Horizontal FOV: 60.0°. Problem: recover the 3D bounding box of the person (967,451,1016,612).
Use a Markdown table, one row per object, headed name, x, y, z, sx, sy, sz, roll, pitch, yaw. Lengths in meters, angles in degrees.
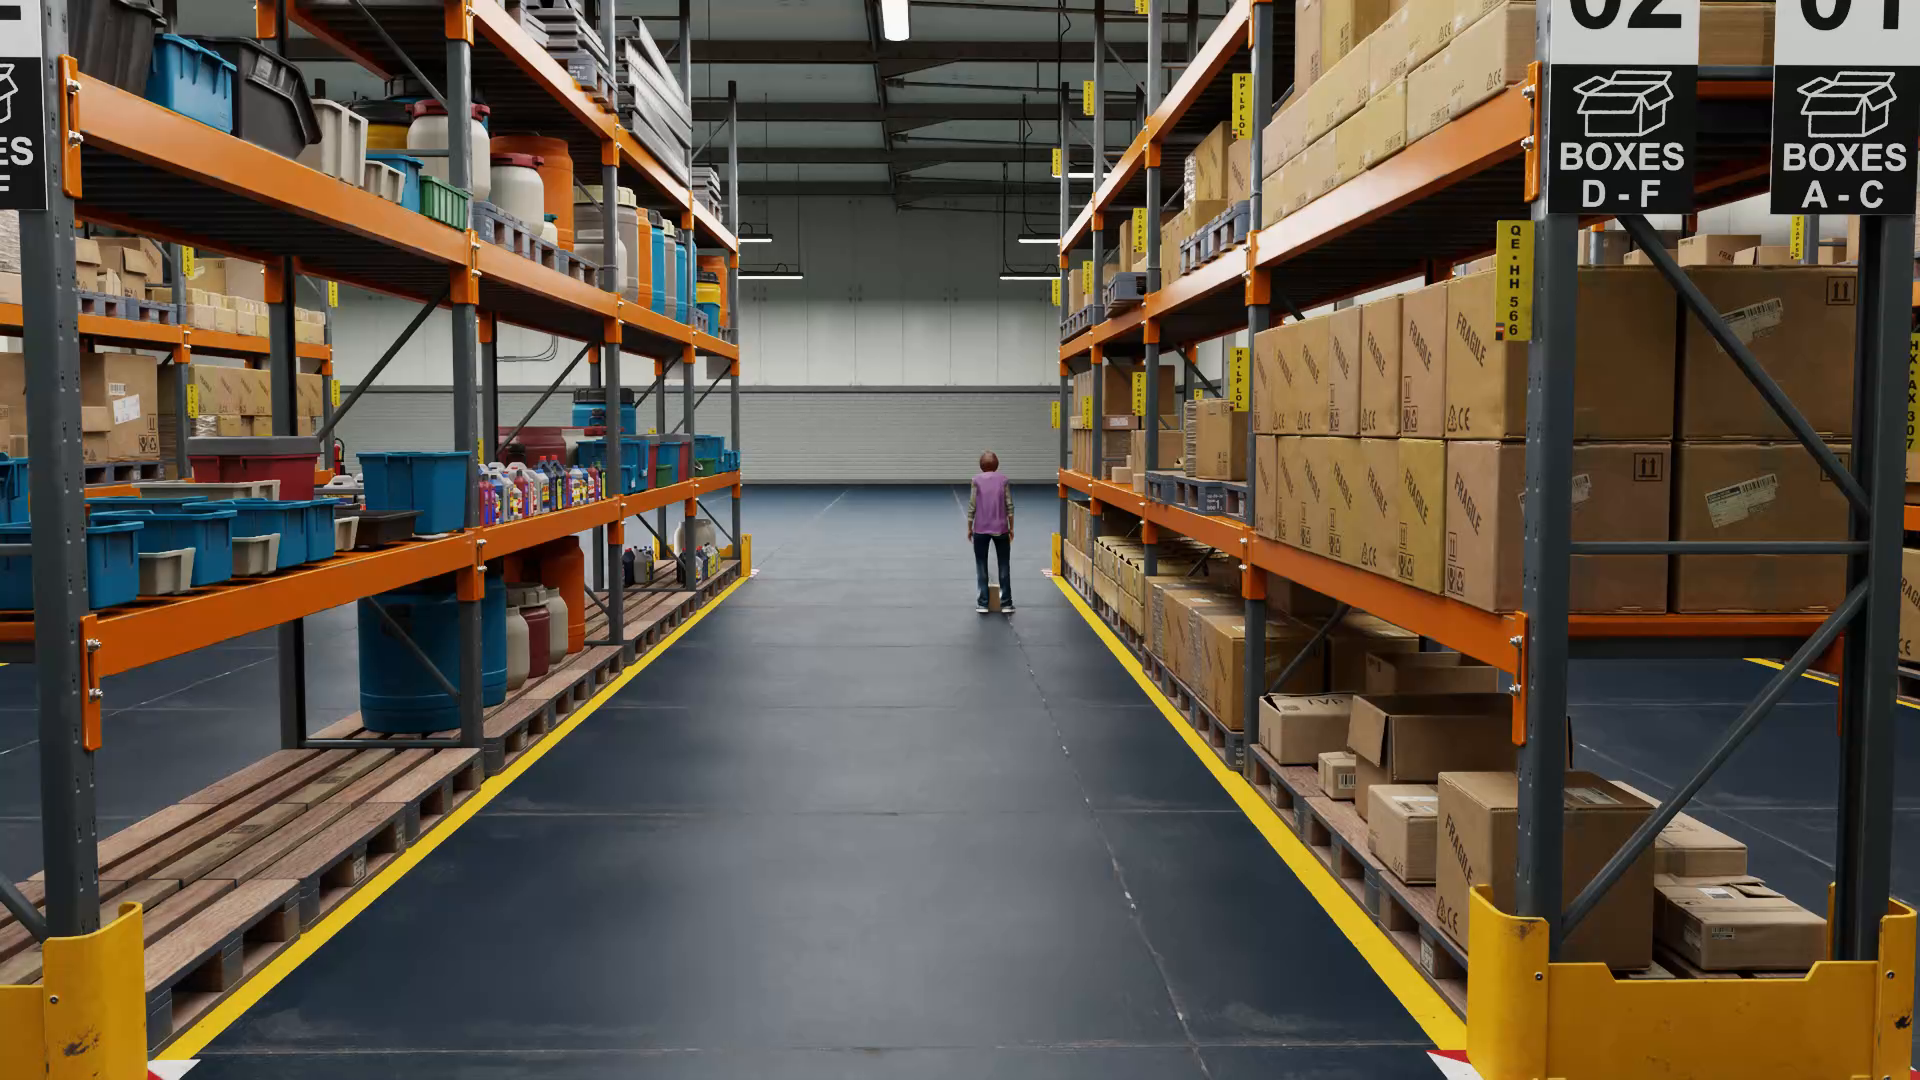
| name | x | y | z | sx | sy | sz | roll | pitch | yaw |
| --- | --- | --- | --- | --- | --- | --- | --- | --- | --- |
| person | 0.310 | -0.078 | 16.353 | 0.481 | 1.594 | 0.342 | 0 | 4 | 0 |
